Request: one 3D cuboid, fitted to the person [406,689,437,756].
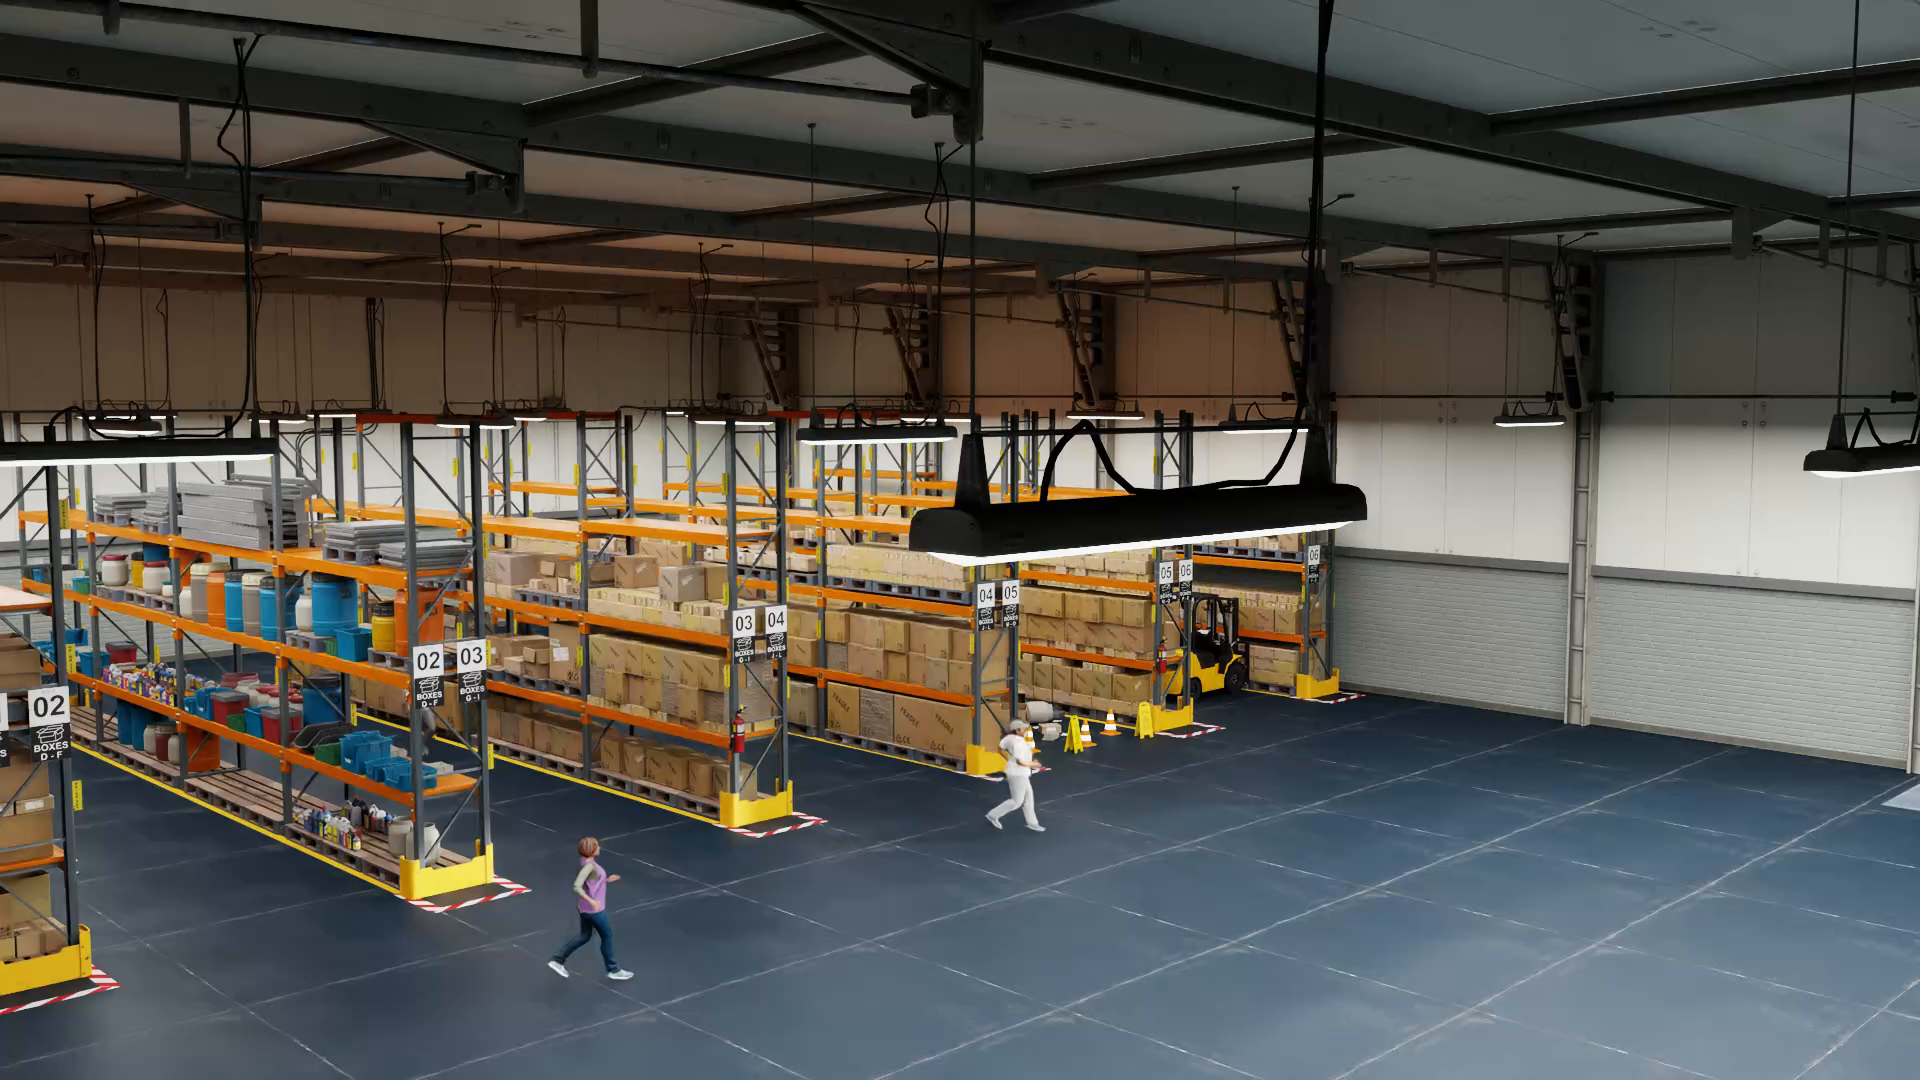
[{"bbox_3d":[-9.390,2.971,29.072,0.605,1.685,0.560,4,7,42],"label":"person"}]

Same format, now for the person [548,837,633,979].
[{"bbox_3d":[-3.969,3.965,17.842,0.893,1.585,0.537,-2,5,-24],"label":"person"}]

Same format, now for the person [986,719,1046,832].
[{"bbox_3d":[0.810,3.424,24.035,0.920,1.678,0.617,-1,5,-9],"label":"person"}]

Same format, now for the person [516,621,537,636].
[{"bbox_3d":[-10.844,1.915,41.216,0.784,1.720,0.655,-3,6,-33],"label":"person"}]
